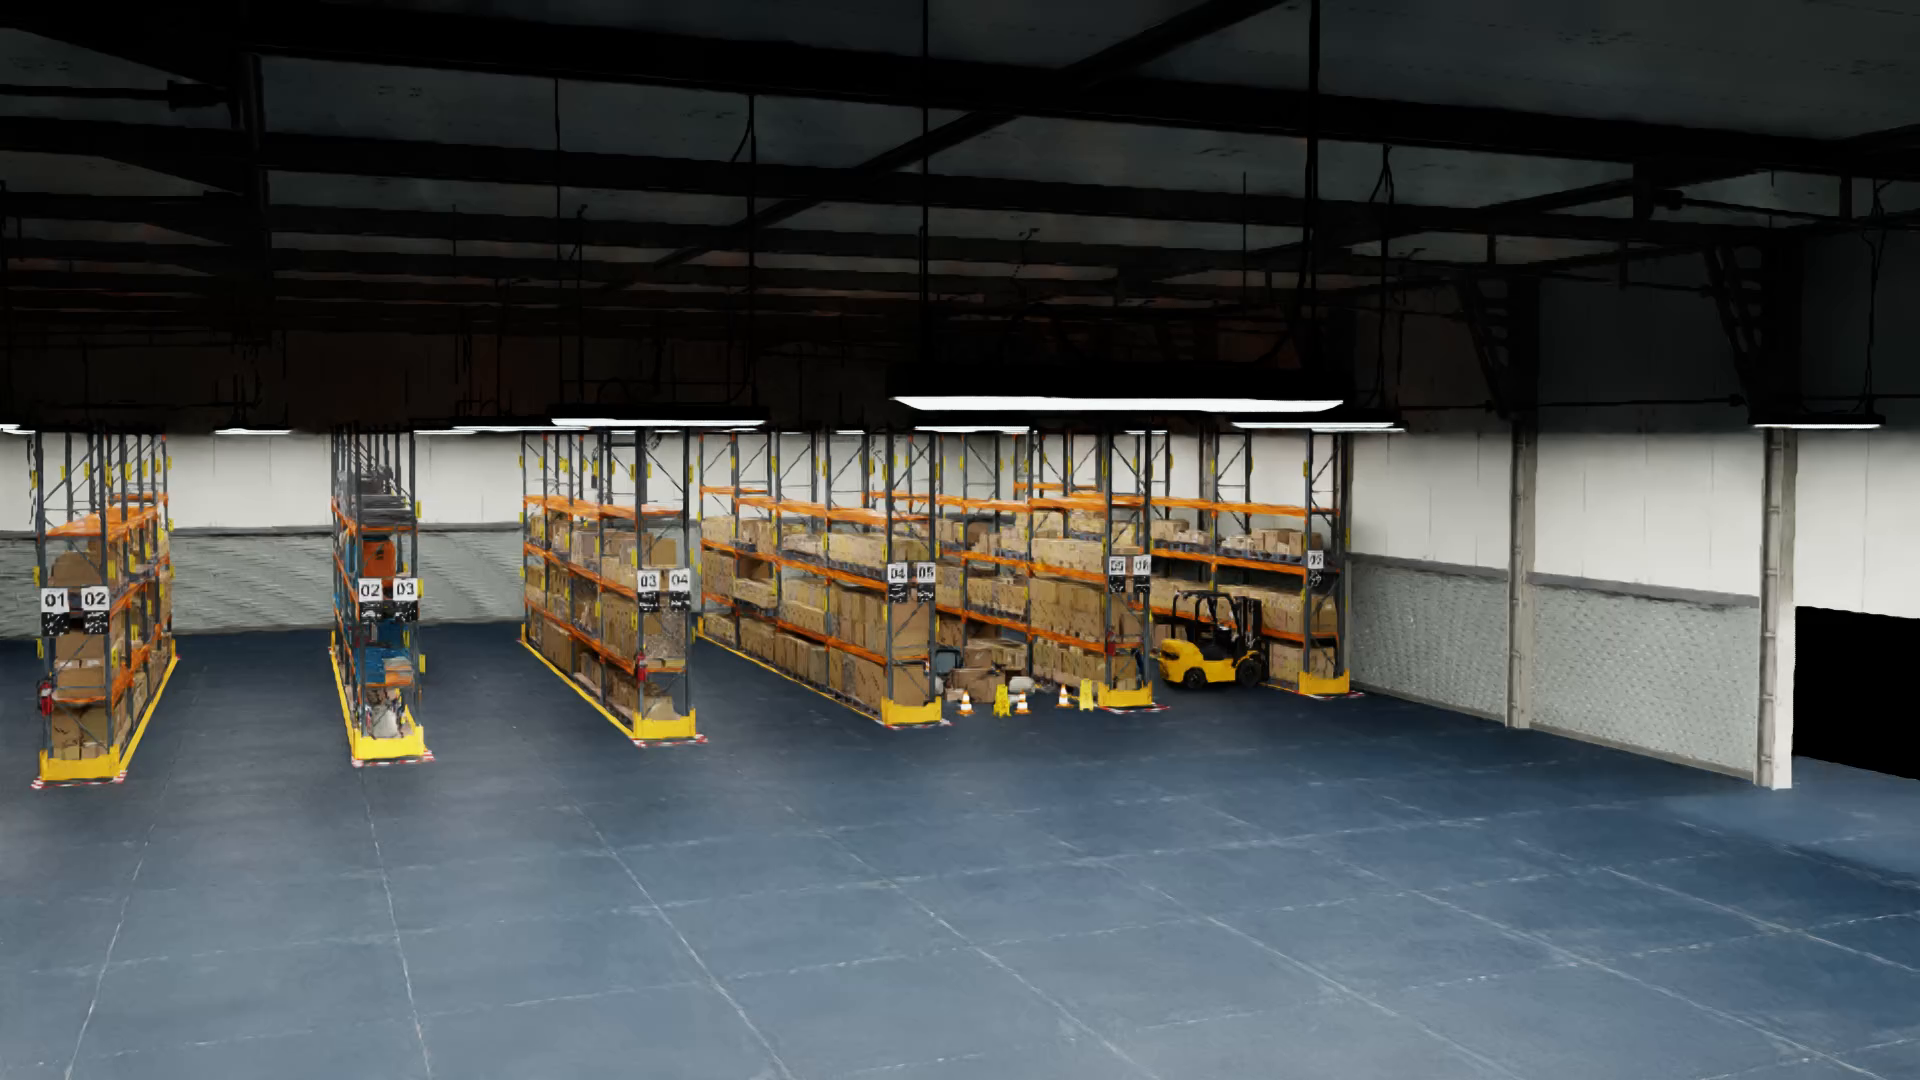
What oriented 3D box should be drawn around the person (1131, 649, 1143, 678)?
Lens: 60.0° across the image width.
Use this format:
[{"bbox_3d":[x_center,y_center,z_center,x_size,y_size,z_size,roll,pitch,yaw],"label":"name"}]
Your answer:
[{"bbox_3d":[4.115,2.450,39.417,0.509,1.592,0.522,1,4,8],"label":"person"}]
